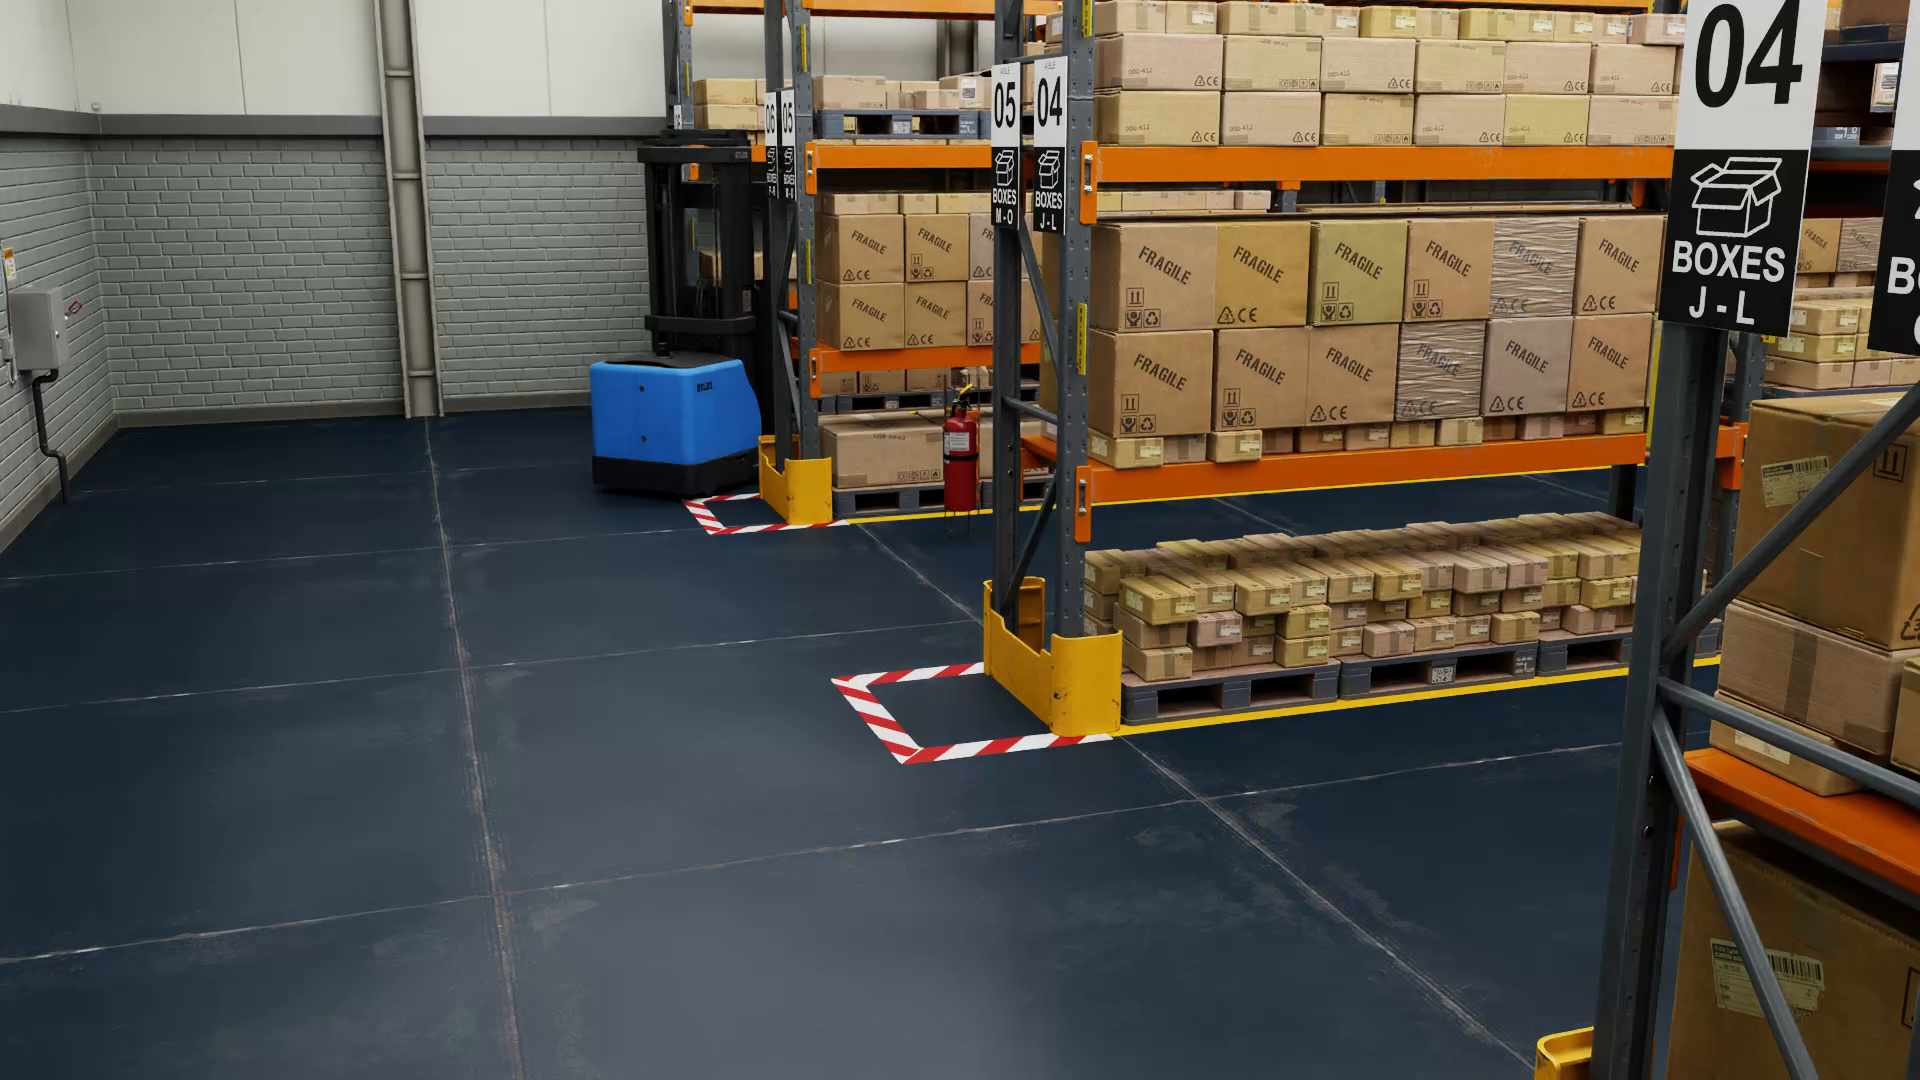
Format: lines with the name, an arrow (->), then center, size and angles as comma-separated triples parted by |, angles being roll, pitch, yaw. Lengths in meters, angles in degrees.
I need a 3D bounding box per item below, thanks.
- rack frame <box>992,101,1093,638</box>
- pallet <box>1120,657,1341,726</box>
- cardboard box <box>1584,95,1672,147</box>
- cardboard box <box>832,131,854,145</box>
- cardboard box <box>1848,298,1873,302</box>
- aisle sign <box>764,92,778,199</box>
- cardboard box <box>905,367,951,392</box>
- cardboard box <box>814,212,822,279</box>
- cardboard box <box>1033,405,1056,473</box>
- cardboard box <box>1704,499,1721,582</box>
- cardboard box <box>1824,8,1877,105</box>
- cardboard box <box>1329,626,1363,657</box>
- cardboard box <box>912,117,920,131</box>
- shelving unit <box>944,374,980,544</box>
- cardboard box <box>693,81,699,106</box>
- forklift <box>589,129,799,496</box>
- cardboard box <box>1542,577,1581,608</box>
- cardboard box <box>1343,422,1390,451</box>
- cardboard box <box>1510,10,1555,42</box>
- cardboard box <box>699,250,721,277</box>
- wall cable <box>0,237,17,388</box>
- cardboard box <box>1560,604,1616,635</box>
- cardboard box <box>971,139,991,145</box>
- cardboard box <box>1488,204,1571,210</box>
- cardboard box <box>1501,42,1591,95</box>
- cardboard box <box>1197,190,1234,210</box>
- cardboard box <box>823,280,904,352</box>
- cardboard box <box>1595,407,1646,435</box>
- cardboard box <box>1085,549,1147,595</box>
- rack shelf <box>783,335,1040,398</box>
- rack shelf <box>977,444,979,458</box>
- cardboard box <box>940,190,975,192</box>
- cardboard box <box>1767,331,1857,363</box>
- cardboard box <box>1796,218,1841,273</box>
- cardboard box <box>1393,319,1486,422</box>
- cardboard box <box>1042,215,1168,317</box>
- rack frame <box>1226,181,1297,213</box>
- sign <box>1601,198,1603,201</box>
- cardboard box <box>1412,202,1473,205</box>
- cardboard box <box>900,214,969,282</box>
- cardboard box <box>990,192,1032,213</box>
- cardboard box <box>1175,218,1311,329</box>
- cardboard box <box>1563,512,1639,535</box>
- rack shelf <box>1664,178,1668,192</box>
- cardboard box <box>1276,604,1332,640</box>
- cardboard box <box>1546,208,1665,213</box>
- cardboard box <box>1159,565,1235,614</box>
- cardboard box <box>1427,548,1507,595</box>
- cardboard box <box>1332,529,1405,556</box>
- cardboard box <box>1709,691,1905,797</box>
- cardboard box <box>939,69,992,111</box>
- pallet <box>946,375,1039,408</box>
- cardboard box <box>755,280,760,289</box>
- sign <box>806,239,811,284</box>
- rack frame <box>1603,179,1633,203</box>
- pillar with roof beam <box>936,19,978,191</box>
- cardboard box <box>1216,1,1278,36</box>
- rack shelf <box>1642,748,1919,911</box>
rack frame -> 0.388, -0.628, 8.303 | 0.127, 3.000, 1.000 | -4, 14, -18
pallet -> 1.242, 0.670, 8.868 | 1.213, 0.211, 1.003 | -4, 14, -18
cardboard box -> 3.323, -2.180, 8.669 | 0.500, 0.250, 0.500 | -4, 14, -18
cardboard box -> -1.278, -4.193, 17.351 | 0.250, 0.149, 0.380 | -5, 14, -19
cardboard box -> 5.206, -1.264, 9.323 | 0.250, 0.149, 0.380 | -4, 14, -18
aisle sign -> -1.453, -3.034, 12.798 | 0.004, 0.787, 0.394 | -4, 14, -18
cardboard box -> -0.456, -1.939, 18.306 | 0.500, 0.500, 0.700 | -5, 14, -20
cardboard box -> -0.905, -2.329, 13.077 | 0.500, 0.500, 0.500 | -4, 14, -16
cardboard box -> 1.027, -0.871, 13.950 | 0.875, 0.438, 0.875 | -5, 14, -20
cardboard box -> 4.801, -0.022, 10.246 | 0.500, 0.500, 0.500 | -5, 14, -19
cardboard box -> 4.574, -2.640, 9.153 | 0.500, 0.500, 0.700 | -4, 14, -18
cardboard box -> 1.931, 0.494, 8.837 | 0.250, 0.149, 0.380 | -4, 14, -18
cardboard box -> -0.438, -4.455, 17.588 | 0.500, 0.250, 0.500 | -4, 14, -17
shelving unit -> 0.014, -0.585, 12.008 | 0.189, 1.200, 0.258 | -4, 14, -18
cardboard box -> -2.541, -4.663, 17.384 | 0.500, 0.250, 0.500 | -5, 14, -20
forklift -> -1.956, -2.082, 14.561 | 1.130, 2.935, 3.031 | 6, 15, 25
cardboard box -> 3.213, 0.251, 9.218 | 0.250, 0.149, 0.380 | -4, 14, -18
cardboard box -> 2.010, -0.570, 8.600 | 0.250, 0.149, 0.380 | -5, 14, -19
cardboard box -> 2.753, -2.563, 8.336 | 0.250, 0.149, 0.380 | -5, 14, -18
cardboard box -> -2.522, -2.959, 17.781 | 0.500, 0.250, 0.500 | -4, 14, -16
wall cable -> -7.086, -2.090, 12.251 | 0.122, 1.984, 0.588 | -4, 14, -18
cardboard box -> 3.414, 0.397, 9.244 | 0.250, 0.149, 0.380 | -5, 14, -20
cardboard box -> 0.181, -4.301, 17.802 | 0.250, 0.149, 0.380 | -4, 14, -16
cardboard box -> 4.933, -2.662, 14.474 | 0.500, 0.500, 0.500 | -4, 14, -18
cardboard box -> 2.834, -2.388, 8.462 | 0.500, 0.250, 0.500 | -4, 14, -16
cardboard box -> 2.030, -2.764, 13.503 | 0.250, 0.149, 0.380 | -4, 14, -17
cardboard box -> -0.740, -1.728, 12.708 | 0.500, 0.500, 0.500 | -5, 14, -19
cardboard box -> 3.502, -0.679, 9.060 | 0.250, 0.149, 0.380 | -4, 14, -16
cardboard box -> 0.809, 0.170, 8.913 | 0.250, 0.149, 0.380 | -4, 14, -17
rack shelf -> 0.609, -1.504, 13.539 | 4.000, 0.370, 1.077 | -4, 14, -18
rack shelf -> 0.014, -0.658, 11.991 | 0.180, 0.103, 0.258 | -4, 14, -18
cardboard box -> -0.037, -2.702, 13.244 | 0.250, 0.149, 0.380 | -5, 14, -19
cardboard box -> 4.699, -1.079, 9.188 | 0.250, 0.149, 0.380 | -4, 14, -17
cardboard box -> 7.789, -2.758, 15.488 | 0.500, 0.500, 0.500 | -4, 14, -17
cardboard box -> 2.350, -0.912, 8.635 | 0.500, 0.500, 0.500 | -5, 14, -20
cardboard box -> 0.743, -1.397, 8.512 | 0.500, 0.500, 0.500 | -5, 14, -19
rack frame -> 2.505, -2.002, 14.077 | 0.127, 3.000, 1.000 | -4, 14, -18
sign -> 8.322, -4.262, 21.536 | 0.005, 0.325, 0.100 | -4, 14, -18
cardboard box -> 4.309, -2.739, 14.800 | 0.500, 0.500, 0.500 | -4, 14, -17
cardboard box -> -0.253, -2.254, 12.761 | 0.500, 0.500, 0.500 | -5, 14, -20
cardboard box -> 0.373, -2.615, 12.877 | 0.250, 0.149, 0.380 | -4, 14, -18
cardboard box -> 1.375, -1.322, 8.198 | 0.500, 0.500, 0.500 | -4, 14, -16
cardboard box -> 3.787, -0.050, 9.840 | 0.250, 0.149, 0.380 | -4, 14, -16
rack shelf -> 6.075, -2.181, 9.900 | 4.000, 0.370, 1.077 | -4, 14, -18
cardboard box -> 1.726, 0.387, 8.645 | 0.250, 0.149, 0.380 | -4, 14, -16
cardboard box -> 3.674, -1.624, 9.467 | 0.500, 0.500, 0.500 | -4, 14, -17
cardboard box -> 1.216, 0.254, 8.561 | 0.250, 0.149, 0.380 | -4, 14, -17
cardboard box -> 2.712, 0.165, 8.933 | 0.250, 0.149, 0.380 | -5, 14, -20
cardboard box -> 2.298, 0.059, 9.379 | 0.250, 0.149, 0.380 | -4, 14, -18
cardboard box -> 2.107, 0.491, 4.141 | 0.250, 0.149, 0.380 | -4, 14, -17
cardboard box -> 0.148, -3.475, 12.857 | 0.500, 0.311, 0.500 | -4, 14, -17
pallet -> 0.267, -1.683, 18.763 | 1.213, 0.211, 1.003 | -4, 14, -18
cardboard box -> -2.248, -2.666, 17.411 | 0.250, 0.149, 0.380 | -4, 14, -17
sign -> -1.115, -2.044, 12.213 | 0.005, 0.325, 0.100 | -4, 14, -18
rack frame -> 8.500, -3.681, 21.134 | 0.127, 3.000, 1.000 | -4, 14, -18
pillar with roof beam -> 1.344, -5.211, 14.604 | 0.400, 9.000, 9.100 | -4, 14, -18
cardboard box -> 1.296, -2.445, 7.839 | 0.250, 0.149, 0.380 | -4, 14, -18
rack shelf -> 3.770, 0.669, 4.402 | 4.000, 0.370, 1.077 | -4, 14, -18
